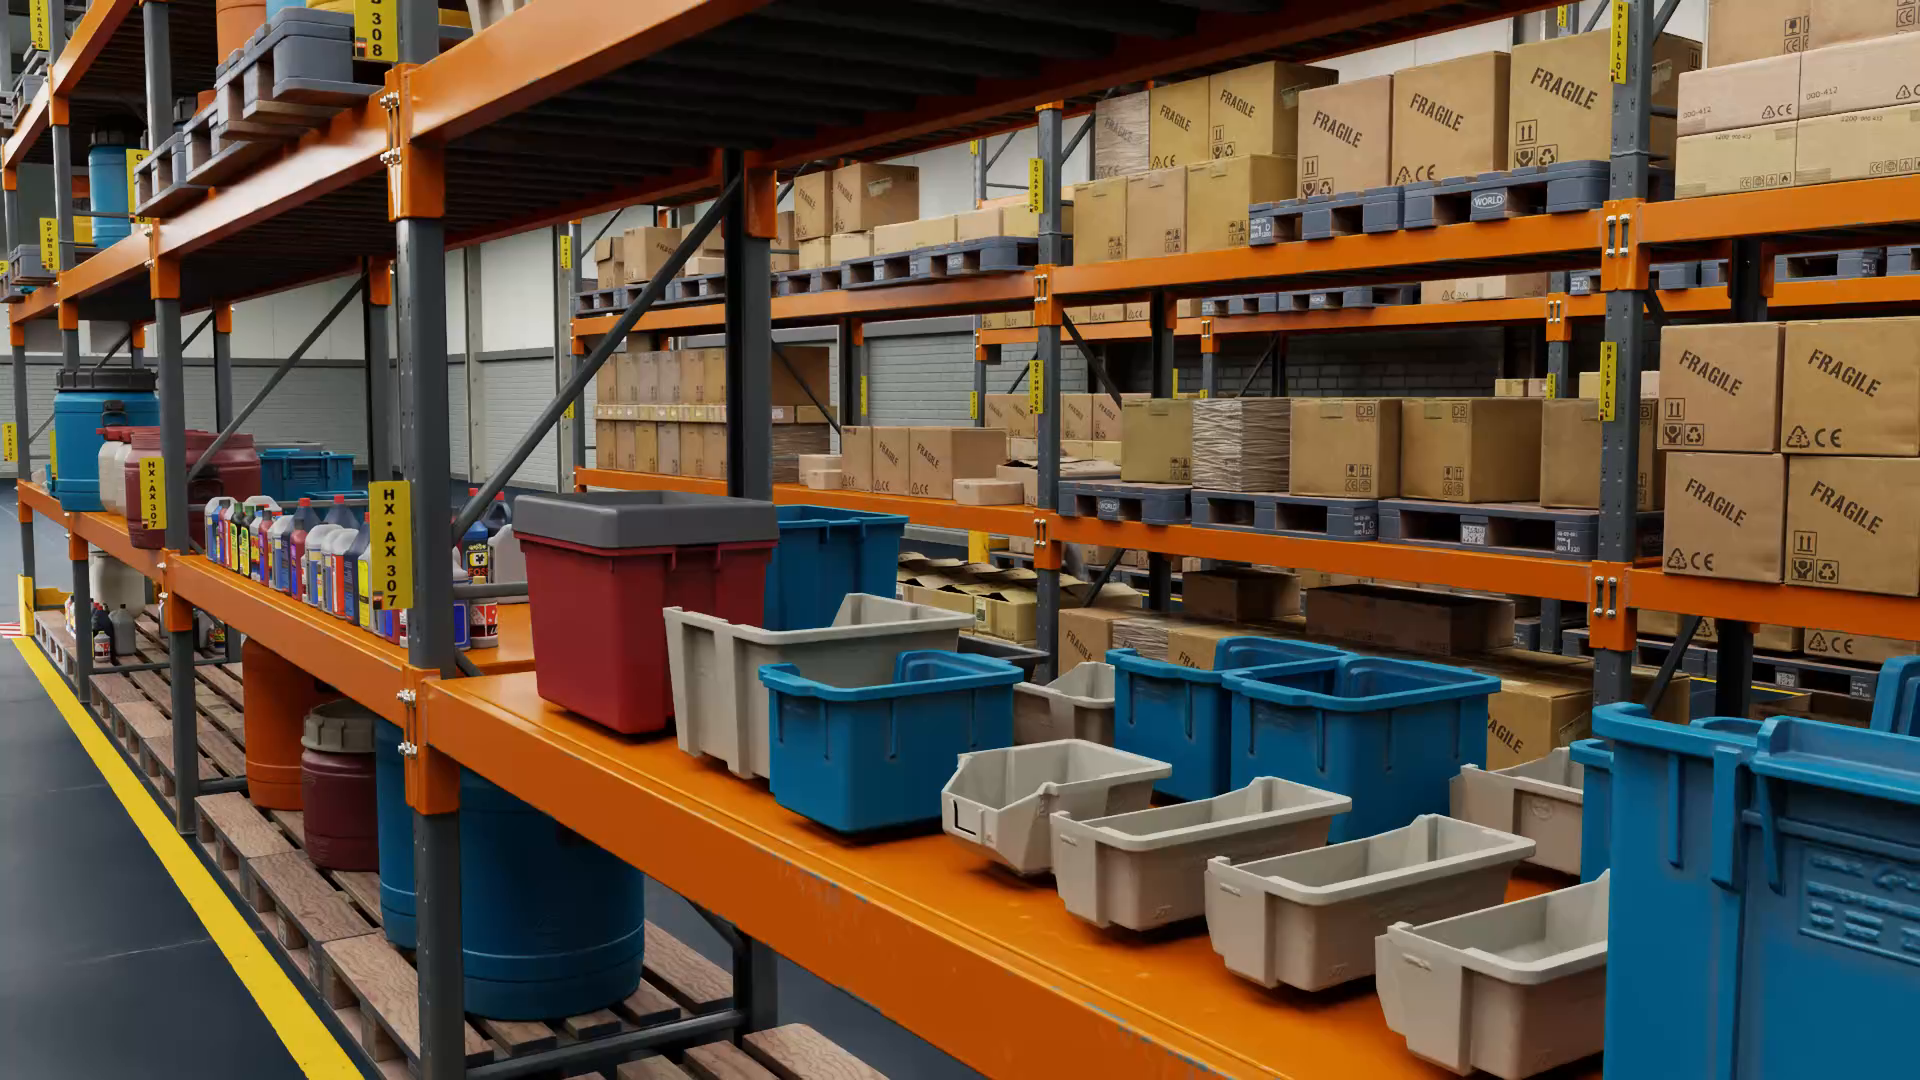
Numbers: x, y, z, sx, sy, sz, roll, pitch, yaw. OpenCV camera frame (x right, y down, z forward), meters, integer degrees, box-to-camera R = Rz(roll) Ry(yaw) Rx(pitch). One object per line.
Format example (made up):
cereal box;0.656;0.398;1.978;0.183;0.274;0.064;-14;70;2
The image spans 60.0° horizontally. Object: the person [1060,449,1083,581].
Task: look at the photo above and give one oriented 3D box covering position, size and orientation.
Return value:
person;0.922;-0.030;14.724;0.738;1.577;0.417;-3;6;-33
